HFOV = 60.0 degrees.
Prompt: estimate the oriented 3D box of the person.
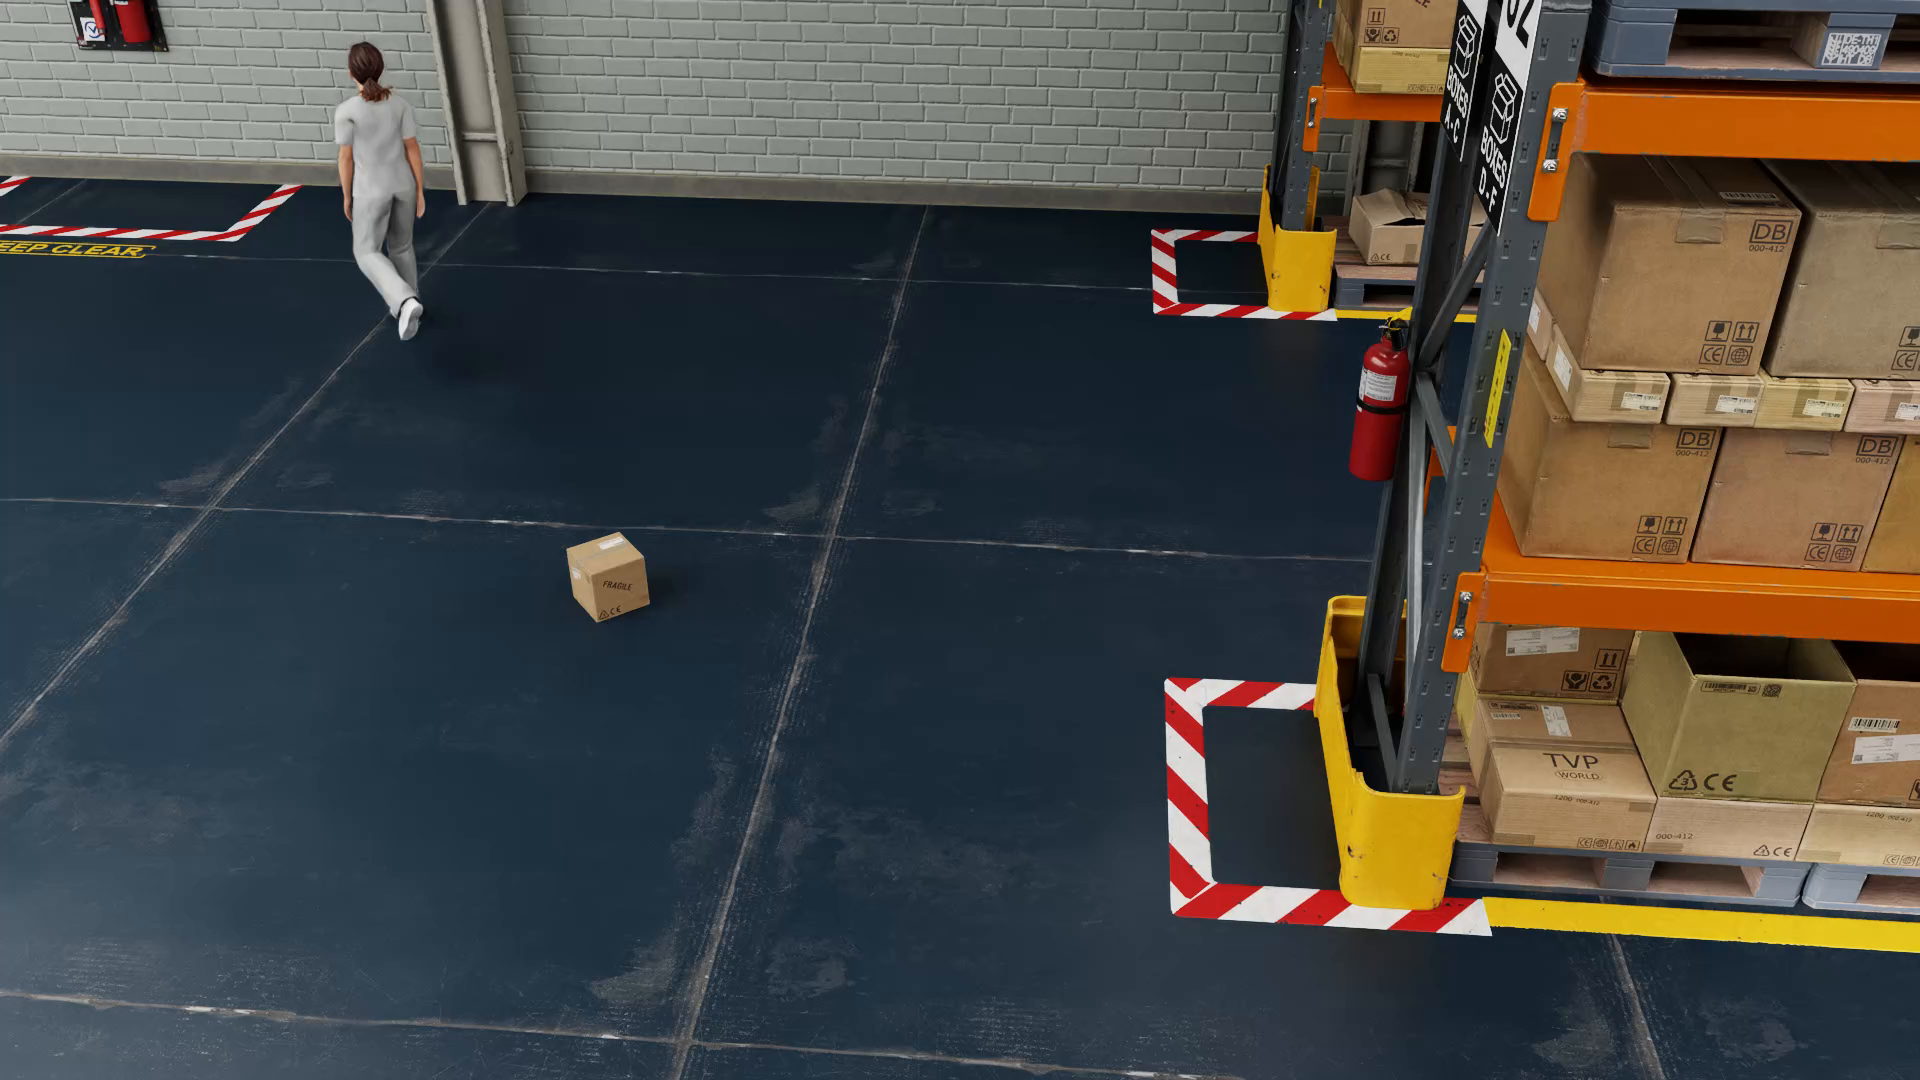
[{"bbox_3d":[-3.138,-1.873,9.133,0.448,1.606,0.718,-23,39,-32],"label":"person"}]
